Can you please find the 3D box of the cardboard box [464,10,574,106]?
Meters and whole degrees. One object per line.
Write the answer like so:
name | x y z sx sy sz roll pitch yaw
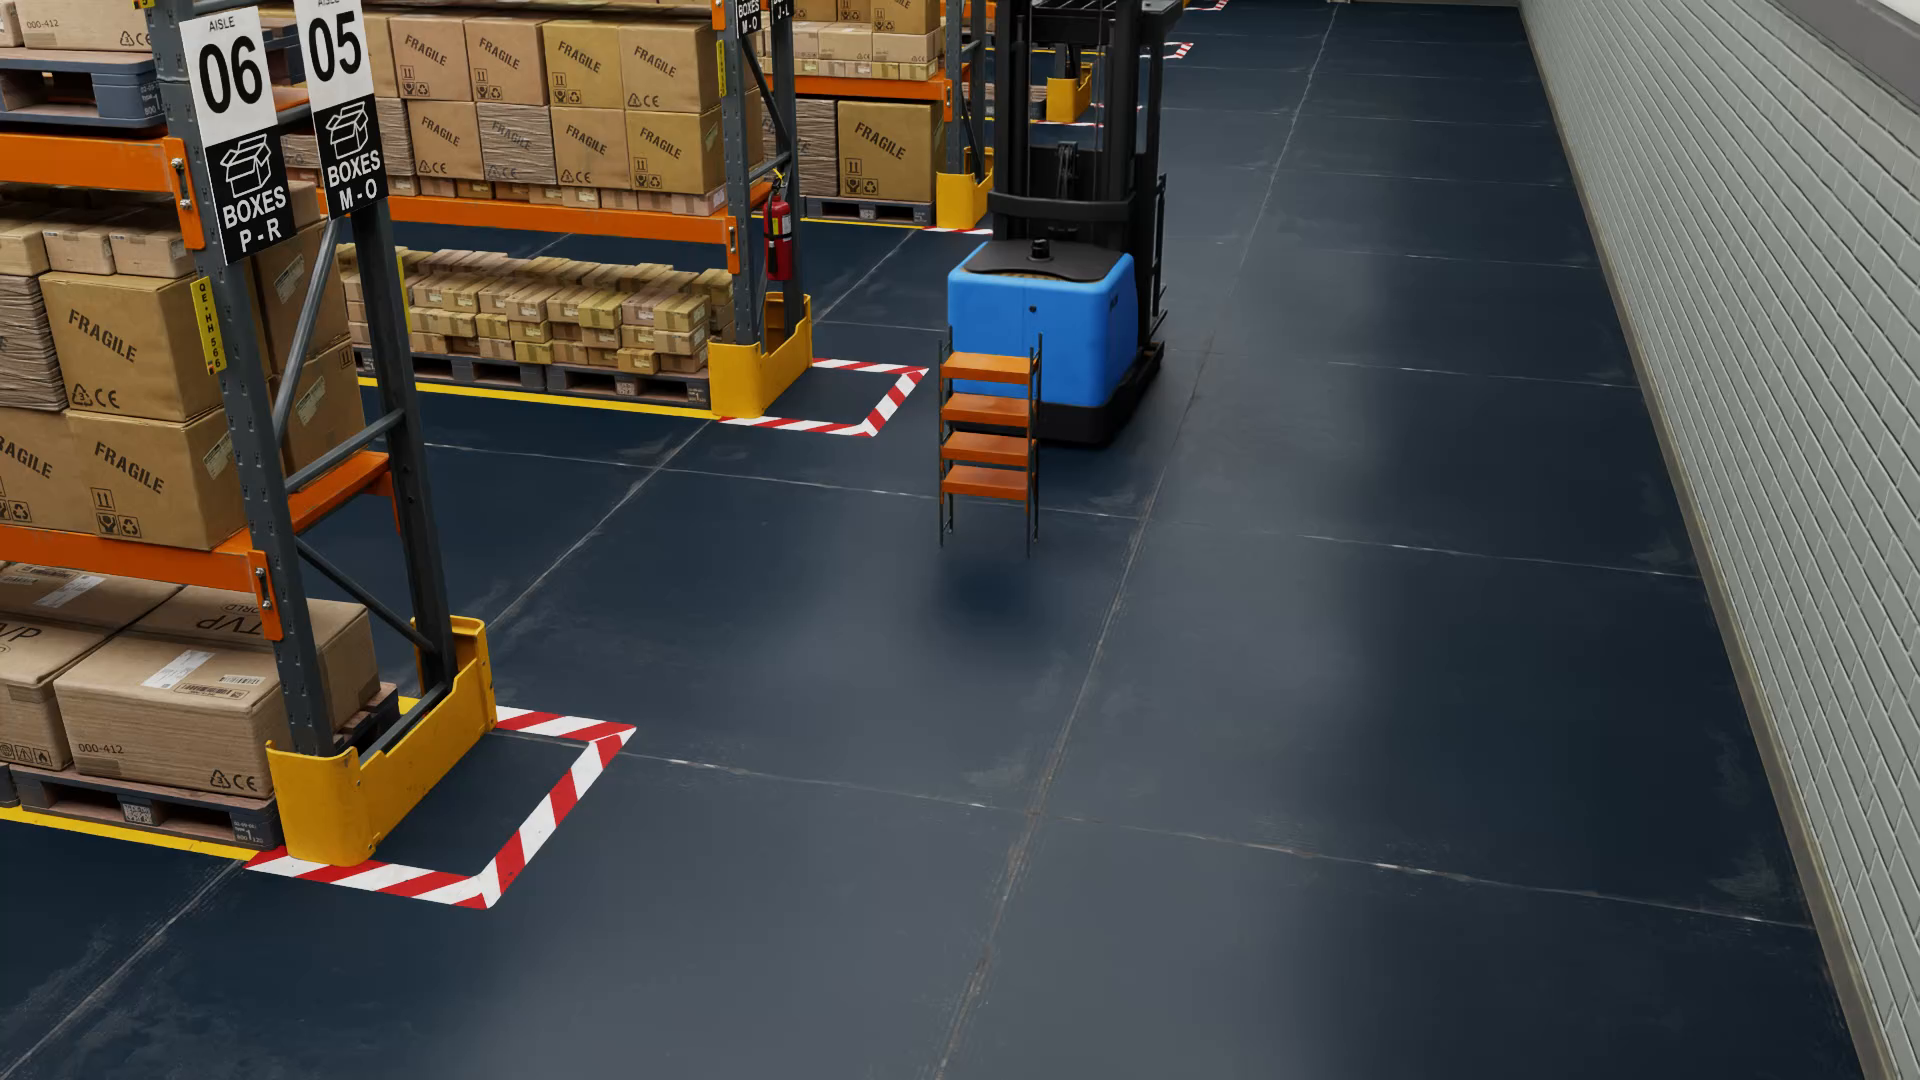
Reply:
cardboard box | -2.777 -3.079 10.601 0.500 0.500 0.500 8 27 16

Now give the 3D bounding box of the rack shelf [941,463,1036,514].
rack shelf | 0.160 -0.284 9.069 0.480 0.148 0.258 6 26 13

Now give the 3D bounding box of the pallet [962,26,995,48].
pallet | 0.505 -7.539 24.840 1.213 0.211 1.003 6 26 13

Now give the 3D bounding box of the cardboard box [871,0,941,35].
cardboard box | -0.479 -4.798 14.795 0.500 0.500 0.500 7 26 14

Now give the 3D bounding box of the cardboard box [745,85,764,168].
cardboard box | -1.641 -2.739 11.050 0.500 0.500 0.500 8 26 15

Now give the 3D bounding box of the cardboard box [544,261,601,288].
cardboard box | -2.734 -1.850 11.782 0.250 0.149 0.380 7 26 15

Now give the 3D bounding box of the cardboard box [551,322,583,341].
cardboard box | -2.596 -1.497 11.387 0.250 0.149 0.380 6 26 12

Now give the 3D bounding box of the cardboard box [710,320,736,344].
cardboard box | -1.703 -1.488 11.713 0.250 0.149 0.380 7 26 14

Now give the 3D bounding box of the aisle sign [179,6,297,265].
aisle sign | -2.418 -1.361 5.596 0.004 0.787 0.394 6 26 13

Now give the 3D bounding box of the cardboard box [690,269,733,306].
cardboard box | -1.698 -1.765 11.603 0.250 0.149 0.380 5 26 11

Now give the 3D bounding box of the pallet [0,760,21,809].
pallet | -4.382 0.750 7.429 1.213 0.211 1.003 6 26 13

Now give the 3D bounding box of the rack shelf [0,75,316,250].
rack shelf | -4.347 -1.568 6.401 4.000 0.370 1.077 6 26 13

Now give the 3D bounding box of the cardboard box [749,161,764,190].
cardboard box | -1.507 -2.454 11.207 0.250 0.149 0.380 6 26 13

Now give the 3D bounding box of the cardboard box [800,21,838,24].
cardboard box | -1.330 -4.789 15.647 0.500 0.250 0.500 5 26 11

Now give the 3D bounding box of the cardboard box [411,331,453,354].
cardboard box | -3.610 -1.432 11.596 0.250 0.149 0.380 6 26 12

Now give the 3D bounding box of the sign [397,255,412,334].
sign | -2.266 -0.981 6.723 0.005 0.325 0.100 6 26 13

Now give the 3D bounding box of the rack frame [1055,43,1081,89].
rack frame | 1.292 -6.512 19.439 0.127 3.000 1.000 6 26 13

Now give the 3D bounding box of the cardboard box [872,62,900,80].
cardboard box | -0.621 -4.265 15.011 0.250 0.149 0.380 7 26 14

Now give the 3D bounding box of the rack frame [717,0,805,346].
rack frame | -1.275 -2.396 10.793 0.127 3.000 1.000 6 26 13

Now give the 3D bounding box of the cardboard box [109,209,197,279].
cardboard box | -2.808 -1.069 5.972 0.250 0.149 0.380 7 26 14

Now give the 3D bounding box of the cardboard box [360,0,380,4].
cardboard box | -4.124 -3.464 11.411 0.500 0.500 0.500 5 26 11

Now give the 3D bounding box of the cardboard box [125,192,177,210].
cardboard box | -2.957 -1.266 6.385 0.250 0.149 0.380 7 26 14

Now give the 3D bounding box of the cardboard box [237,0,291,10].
cardboard box | -4.773 -3.305 11.078 0.500 0.500 0.500 7 26 14

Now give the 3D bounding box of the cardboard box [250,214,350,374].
cardboard box | -2.804 -0.991 6.563 0.500 0.500 0.500 6 26 12

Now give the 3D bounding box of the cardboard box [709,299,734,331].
cardboard box | -1.719 -1.596 11.594 0.250 0.149 0.380 7 26 15

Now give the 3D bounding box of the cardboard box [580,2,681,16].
cardboard box | -2.134 -3.237 10.934 0.500 0.500 0.500 7 26 15

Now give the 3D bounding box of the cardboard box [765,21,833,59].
cardboard box | -1.462 -4.567 15.182 0.500 0.250 0.500 5 26 11

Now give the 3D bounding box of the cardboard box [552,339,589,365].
cardboard box | -2.588 -1.338 11.400 0.250 0.149 0.380 7 26 14

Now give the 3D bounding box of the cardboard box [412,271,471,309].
cardboard box | -3.589 -1.737 11.545 0.250 0.149 0.380 5 26 11

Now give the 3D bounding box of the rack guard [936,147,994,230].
rack guard | 0.081 -3.319 15.640 0.348 0.500 1.175 6 26 13

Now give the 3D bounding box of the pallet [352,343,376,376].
pallet | -4.490 -1.508 12.172 1.213 0.211 1.003 6 26 13

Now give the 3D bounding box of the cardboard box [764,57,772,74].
cardboard box | -1.610 -4.374 15.240 0.250 0.149 0.380 6 26 13

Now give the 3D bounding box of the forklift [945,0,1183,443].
forklift | 0.829 -2.536 11.166 1.130 2.935 3.031 8 26 15

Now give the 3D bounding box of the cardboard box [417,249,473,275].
cardboard box | -3.722 -1.980 12.056 0.250 0.149 0.380 5 26 10

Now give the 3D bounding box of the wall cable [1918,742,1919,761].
wall cable | 3.057 -0.203 4.969 0.123 1.953 0.585 6 26 13

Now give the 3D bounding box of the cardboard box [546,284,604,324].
cardboard box | -2.597 -1.598 11.253 0.250 0.149 0.380 5 26 11

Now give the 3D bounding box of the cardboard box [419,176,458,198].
cardboard box | -3.398 -2.414 11.123 0.250 0.149 0.380 7 26 15

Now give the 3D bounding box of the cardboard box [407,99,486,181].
cardboard box | -3.246 -2.682 10.931 0.500 0.500 0.500 8 27 16

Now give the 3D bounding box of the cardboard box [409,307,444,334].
cardboard box | -3.615 -1.565 11.530 0.250 0.149 0.380 6 26 13

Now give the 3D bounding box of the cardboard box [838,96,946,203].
cardboard box | -0.582 -3.716 15.548 0.875 0.875 0.875 6 26 13

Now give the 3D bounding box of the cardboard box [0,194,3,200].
cardboard box | -3.800 -1.180 6.206 0.250 0.149 0.380 6 26 13

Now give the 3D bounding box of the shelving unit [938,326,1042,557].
shelving unit | 0.160 -0.524 8.955 0.503 1.200 0.258 6 26 13

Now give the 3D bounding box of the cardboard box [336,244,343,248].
cardboard box | -4.740 -2.066 12.235 0.250 0.149 0.380 7 26 14

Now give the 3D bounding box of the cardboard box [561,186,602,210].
cardboard box | -2.392 -2.280 10.842 0.250 0.149 0.380 7 26 14

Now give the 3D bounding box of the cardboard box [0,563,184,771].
cardboard box | -3.963 0.519 7.162 0.875 0.438 0.875 7 26 14

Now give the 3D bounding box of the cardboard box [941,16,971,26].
cardboard box | 0.004 -7.964 25.104 0.500 0.311 0.500 6 26 13
